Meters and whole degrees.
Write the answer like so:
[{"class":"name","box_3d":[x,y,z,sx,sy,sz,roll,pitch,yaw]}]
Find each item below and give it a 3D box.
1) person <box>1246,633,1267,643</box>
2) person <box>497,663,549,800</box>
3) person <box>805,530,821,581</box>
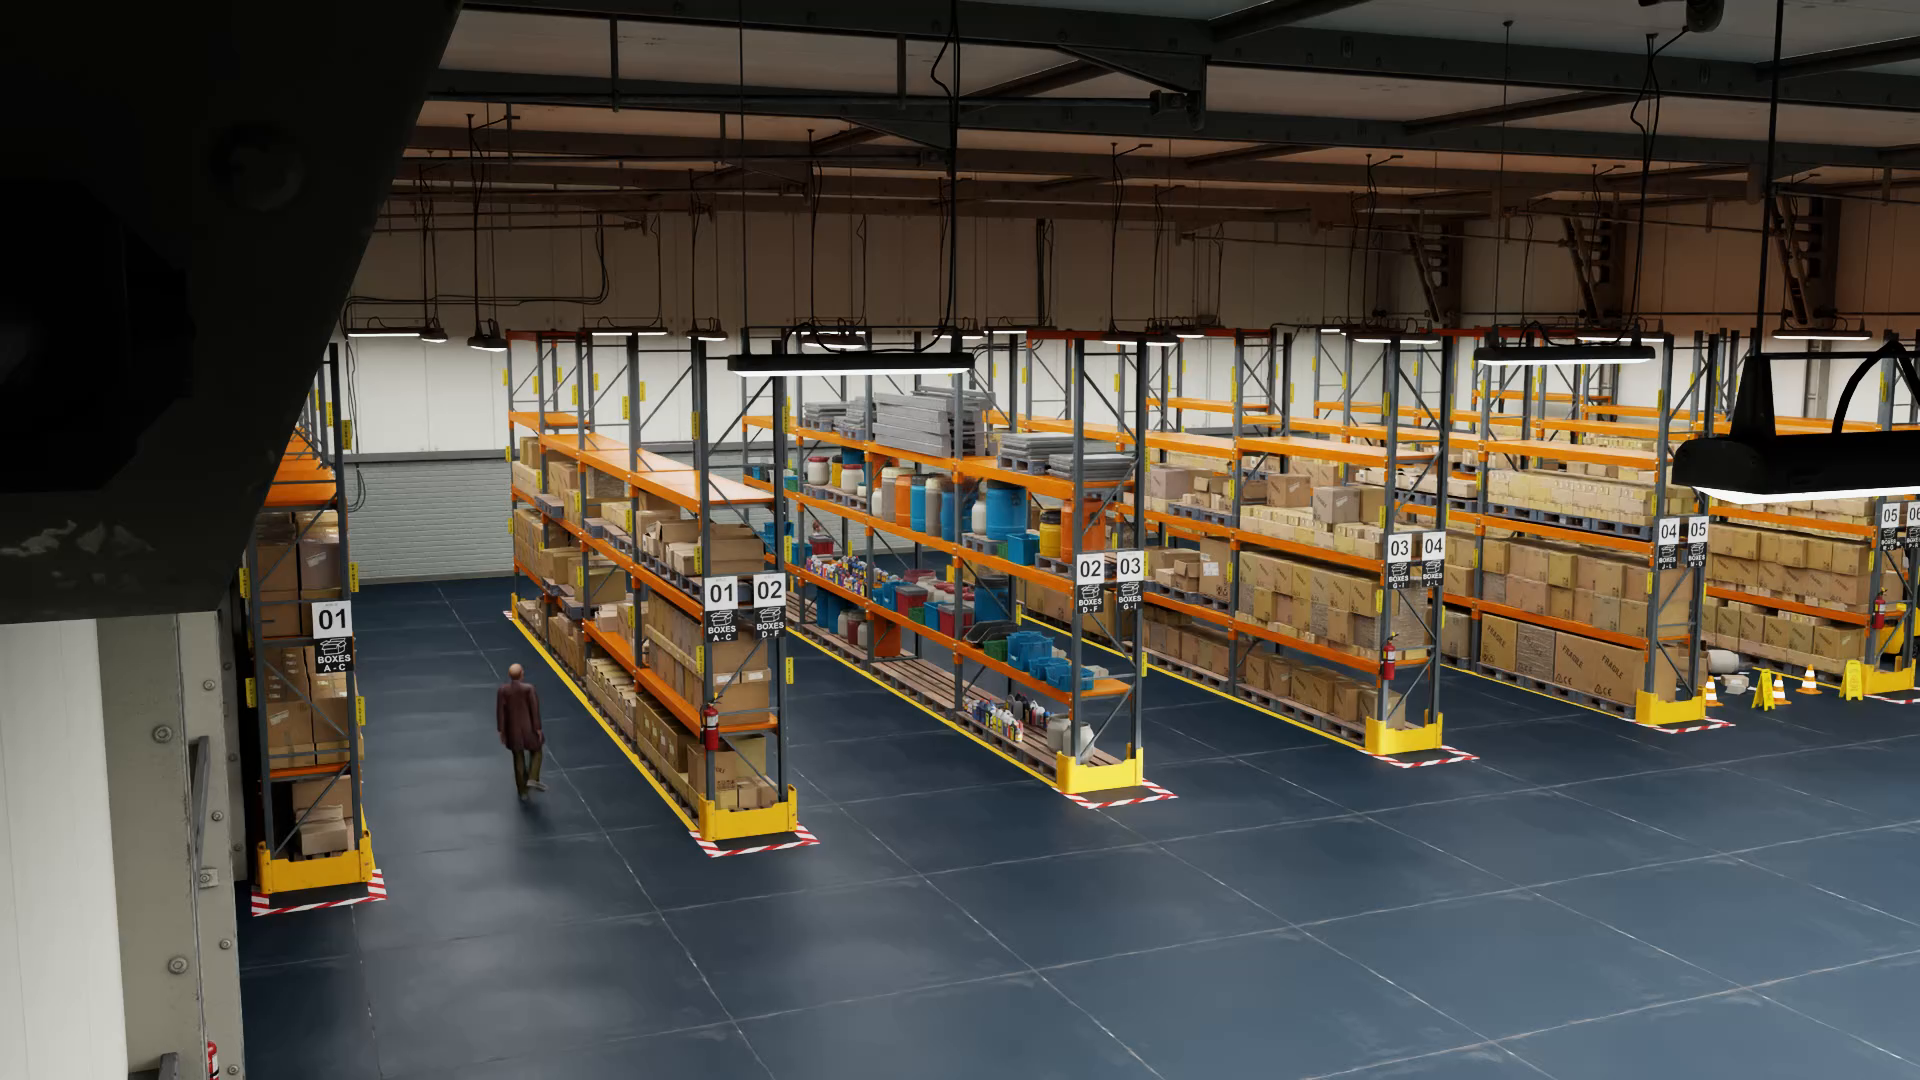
[{"class":"person","box_3d":[5.414,1.343,30.383,0.727,1.620,0.628,-2,8,-14]},{"class":"person","box_3d":[-5.725,2.502,21.735,0.626,1.770,0.571,-2,8,-13]},{"class":"person","box_3d":[-3.277,0.400,38.969,0.990,1.274,0.404,0,8,-1]}]
